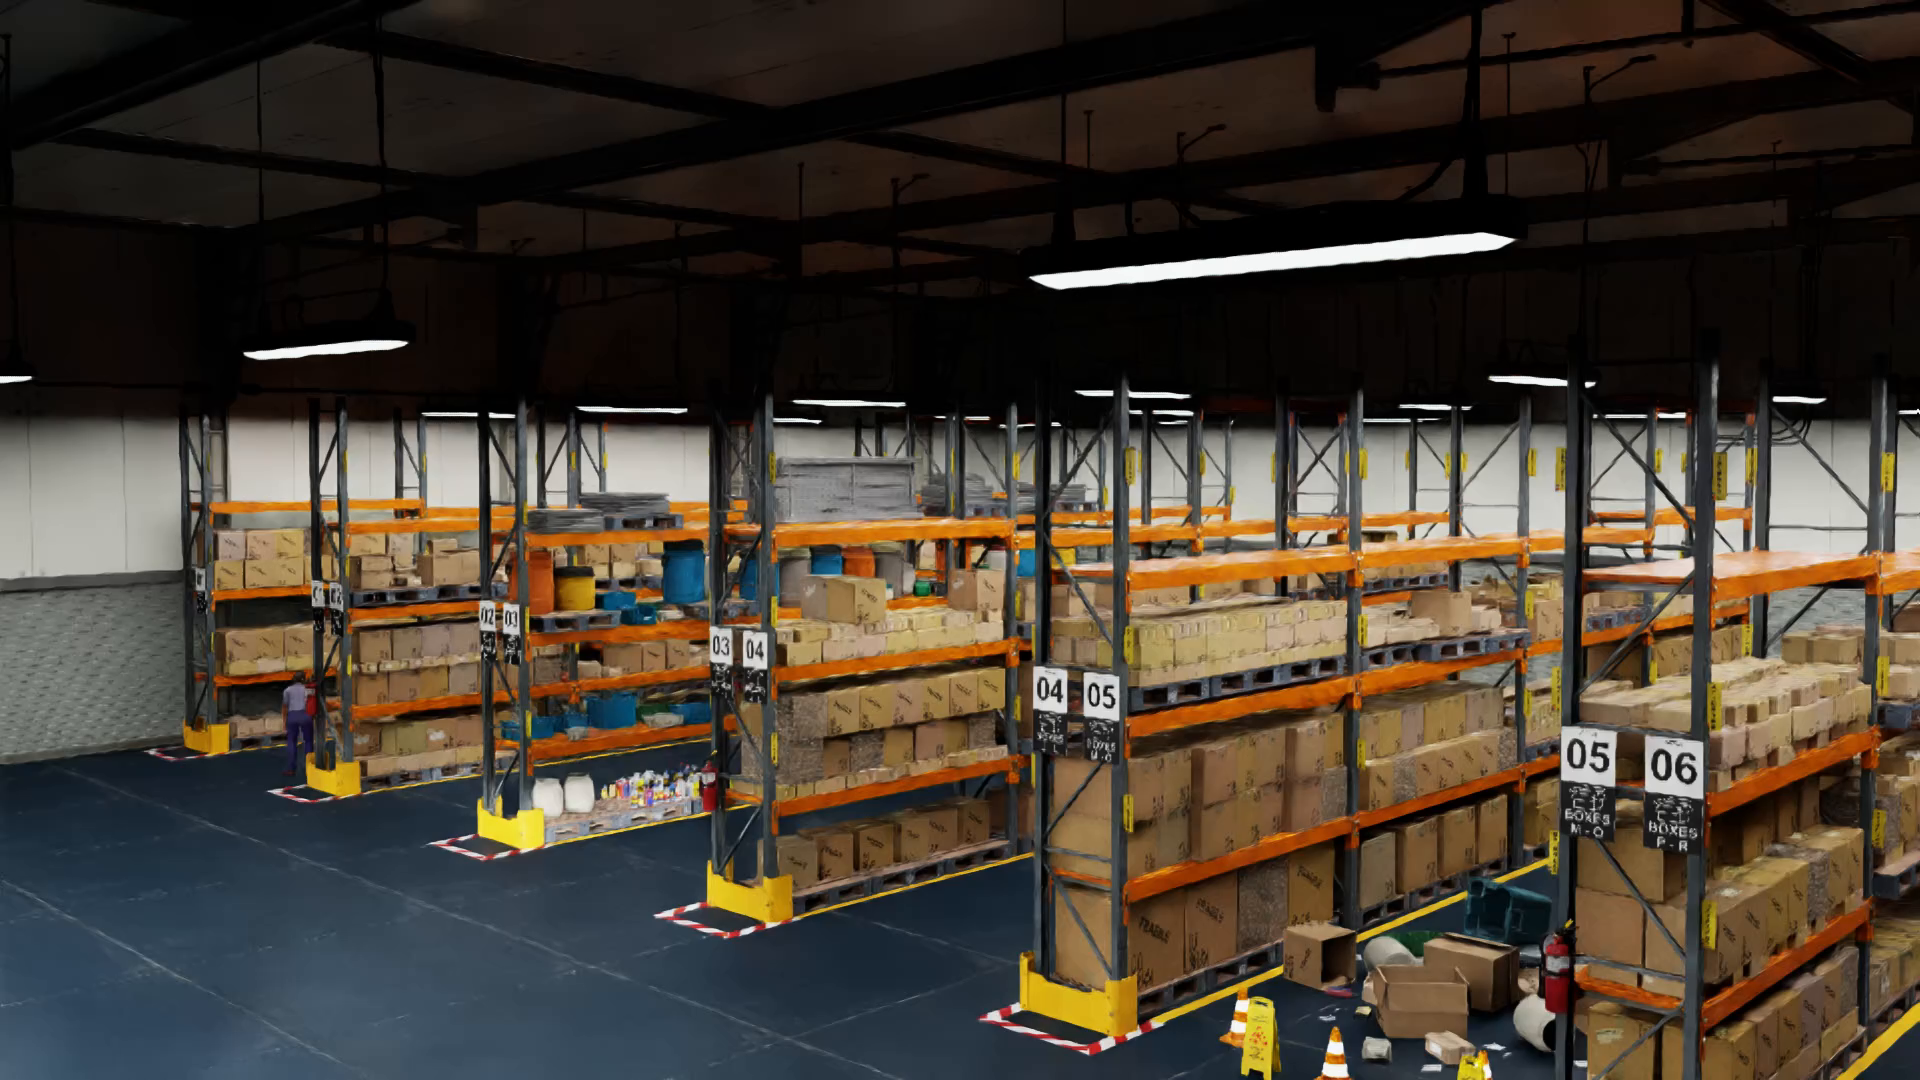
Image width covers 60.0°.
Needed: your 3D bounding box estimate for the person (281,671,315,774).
[{"bbox_3d":[-10.631,2.922,26.775,0.599,1.642,0.549,-1,3,-20],"label":"person"}]
